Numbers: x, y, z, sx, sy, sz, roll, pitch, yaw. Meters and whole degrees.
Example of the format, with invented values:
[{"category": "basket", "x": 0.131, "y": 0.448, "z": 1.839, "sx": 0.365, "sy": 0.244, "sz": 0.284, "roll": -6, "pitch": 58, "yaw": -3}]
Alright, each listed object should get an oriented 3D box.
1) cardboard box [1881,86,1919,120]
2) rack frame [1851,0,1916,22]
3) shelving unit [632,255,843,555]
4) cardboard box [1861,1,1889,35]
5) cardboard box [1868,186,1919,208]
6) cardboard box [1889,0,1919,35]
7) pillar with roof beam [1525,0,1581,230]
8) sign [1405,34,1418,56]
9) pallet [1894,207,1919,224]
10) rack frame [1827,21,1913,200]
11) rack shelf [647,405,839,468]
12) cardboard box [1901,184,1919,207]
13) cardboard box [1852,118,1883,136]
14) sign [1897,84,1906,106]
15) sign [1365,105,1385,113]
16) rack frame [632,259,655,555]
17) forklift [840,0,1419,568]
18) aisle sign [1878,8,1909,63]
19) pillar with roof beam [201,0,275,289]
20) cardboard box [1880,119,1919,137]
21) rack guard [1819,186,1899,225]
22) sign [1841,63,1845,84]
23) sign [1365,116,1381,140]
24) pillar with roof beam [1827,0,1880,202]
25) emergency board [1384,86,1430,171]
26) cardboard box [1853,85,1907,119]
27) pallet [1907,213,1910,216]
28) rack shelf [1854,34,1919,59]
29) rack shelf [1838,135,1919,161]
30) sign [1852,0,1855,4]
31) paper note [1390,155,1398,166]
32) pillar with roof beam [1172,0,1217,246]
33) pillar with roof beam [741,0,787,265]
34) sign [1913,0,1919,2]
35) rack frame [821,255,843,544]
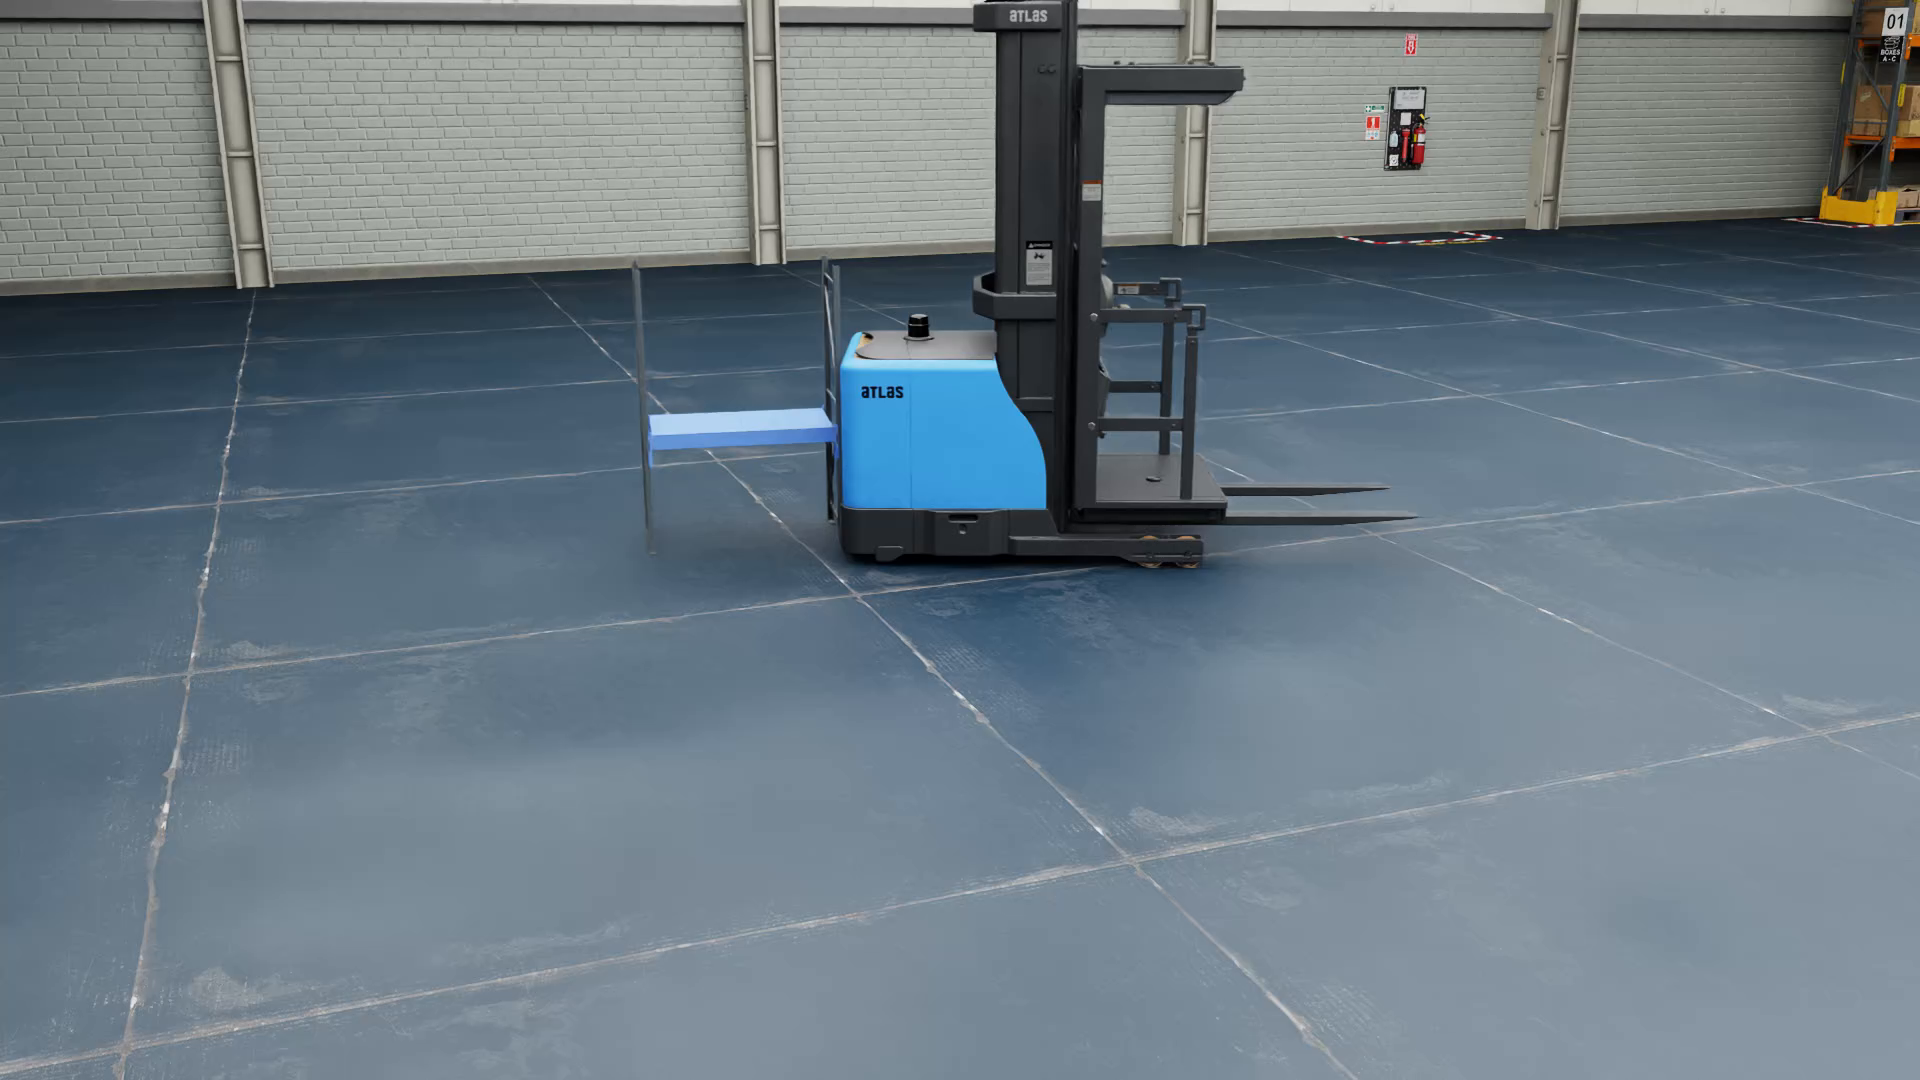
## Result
[{"category": "cardboard box", "x": 14.595, "y": -6.721, "z": 25.562, "sx": 0.500, "sy": 0.500, "sz": 0.500, "roll": -6, "pitch": 17, "yaw": -20}, {"category": "rack frame", "x": 14.042, "y": -9.333, "z": 24.909, "sx": 0.127, "sy": 3.000, "sz": 1.000, "roll": -6, "pitch": 17, "yaw": -20}, {"category": "shelving unit", "x": -1.188, "y": -0.738, "z": 8.951, "sx": 1.048, "sy": 1.500, "sz": 0.538, "roll": -3, "pitch": 17, "yaw": -11}, {"category": "cardboard box", "x": 14.341, "y": -8.060, "z": 25.685, "sx": 0.500, "sy": 0.500, "sz": 0.500, "roll": -5, "pitch": 17, "yaw": -16}, {"category": "cardboard box", "x": 14.720, "y": -5.422, "z": 26.228, "sx": 0.500, "sy": 0.311, "sz": 0.500, "roll": -8, "pitch": 18, "yaw": -26}, {"category": "cardboard box", "x": 14.443, "y": -7.919, "z": 25.206, "sx": 0.500, "sy": 0.500, "sz": 0.500, "roll": -6, "pitch": 17, "yaw": -19}, {"category": "pillar with roof beam", "x": 10.323, "y": -7.894, "z": 20.007, "sx": 0.400, "sy": 9.000, "sz": 9.100, "roll": -6, "pitch": 17, "yaw": -20}, {"category": "sign", "x": 6.419, "y": -7.046, "z": 23.655, "sx": 0.199, "sy": 0.298, "sz": 0.001, "roll": -6, "pitch": 17, "yaw": -20}, {"category": "pallet", "x": 14.884, "y": -5.197, "z": 26.421, "sx": 1.213, "sy": 0.211, "sz": 1.003, "roll": -6, "pitch": 17, "yaw": -20}, {"category": "rack frame", "x": 14.042, "y": -6.455, "z": 25.754, "sx": 0.127, "sy": 3.000, "sz": 1.000, "roll": -6, "pitch": 17, "yaw": -20}, {"category": "rack shelf", "x": -1.188, "y": -0.566, "z": 9.002, "sx": 1.000, "sy": 0.185, "sz": 0.538, "roll": -3, "pitch": 17, "yaw": -11}, {"category": "cardboard box", "x": 15.252, "y": -5.479, "z": 26.424, "sx": 0.500, "sy": 0.311, "sz": 0.500, "roll": -5, "pitch": 17, "yaw": -15}, {"category": "cardboard box", "x": 14.409, "y": -6.490, "z": 26.107, "sx": 0.500, "sy": 0.250, "sz": 0.500, "roll": -6, "pitch": 17, "yaw": -19}, {"category": "sign", "x": 14.236, "y": -6.727, "z": 25.146, "sx": 0.005, "sy": 0.325, "sz": 0.100, "roll": -6, "pitch": 17, "yaw": -20}, {"category": "sign", "x": 5.916, "y": -6.150, "z": 23.712, "sx": 0.331, "sy": 0.109, "sz": 0.001, "roll": -6, "pitch": 17, "yaw": -20}, {"category": "rack frame", "x": -1.685, "y": -0.709, "z": 8.851, "sx": 0.032, "sy": 1.500, "sz": 0.500, "roll": -3, "pitch": 17, "yaw": -11}, {"category": "forklift", "x": 0.897, "y": -1.411, "z": 8.700, "sx": 3.031, "sy": 2.935, "sz": 1.130, "roll": 0, "pitch": 16, "yaw": 0}, {"category": "aisle sign", "x": 14.082, "y": -7.616, "z": 25.095, "sx": 0.004, "sy": 0.787, "sz": 0.394, "roll": -6, "pitch": 17, "yaw": -20}, {"category": "pillar with roof beam", "x": -6.485, "y": -6.079, "z": 13.827, "sx": 0.400, "sy": 9.000, "sz": 9.100, "roll": -6, "pitch": 17, "yaw": -20}, {"category": "cardboard box", "x": 14.611, "y": -6.358, "z": 25.656, "sx": 0.500, "sy": 0.250, "sz": 0.500, "roll": -7, "pitch": 18, "yaw": -22}, {"category": "rack guard", "x": 14.113, "y": -5.263, "z": 26.133, "sx": 0.348, "sy": 0.500, "sz": 1.175, "roll": -6, "pitch": 17, "yaw": -20}, {"category": "sign", "x": 13.862, "y": -7.310, "z": 26.051, "sx": 0.005, "sy": 0.325, "sz": 0.100, "roll": -6, "pitch": 17, "yaw": -20}, {"category": "sign", "x": 5.909, "y": -5.897, "z": 23.793, "sx": 0.234, "sy": 0.329, "sz": 0.001, "roll": -6, "pitch": 17, "yaw": -20}, {"category": "pillar with roof beam", "x": 15.926, "y": -8.498, "z": 22.067, "sx": 0.400, "sy": 9.000, "sz": 9.100, "roll": -6, "pitch": 17, "yaw": -20}, {"category": "emergency board", "x": 6.462, "y": -5.909, "z": 23.895, "sx": 0.643, "sy": 1.169, "sz": 0.194, "roll": -6, "pitch": 17, "yaw": -20}, {"category": "cardboard box", "x": 14.406, "y": -6.855, "z": 26.019, "sx": 0.500, "sy": 0.500, "sz": 0.500, "roll": -6, "pitch": 18, "yaw": -21}, {"category": "pallet", "x": 16.021, "y": -5.319, "z": 26.836, "sx": 1.213, "sy": 0.211, "sz": 1.003, "roll": -6, "pitch": 17, "yaw": -20}, {"category": "rack shelf", "x": 15.909, "y": -7.750, "z": 26.120, "sx": 4.000, "sy": 0.370, "sz": 1.077, "roll": -6, "pitch": 17, "yaw": -20}, {"category": "rack shelf", "x": 15.909, "y": -6.311, "z": 26.542, "sx": 4.000, "sy": 0.370, "sz": 1.077, "roll": -6, "pitch": 17, "yaw": -20}, {"category": "sign", "x": 13.862, "y": -8.467, "z": 25.711, "sx": 0.005, "sy": 0.325, "sz": 0.100, "roll": -6, "pitch": 17, "yaw": -20}, {"category": "paper note", "x": 6.272, "y": -5.486, "z": 24.021, "sx": 0.142, "sy": 0.148, "sz": 0.016, "roll": -6, "pitch": 17, "yaw": -20}, {"category": "pillar with roof beam", "x": 4.721, "y": -7.289, "z": 17.947, "sx": 0.400, "sy": 9.000, "sz": 9.100, "roll": -6, "pitch": 17, "yaw": -20}, {"category": "pillar with roof beam", "x": -0.882, "y": -6.684, "z": 15.887, "sx": 0.400, "sy": 9.000, "sz": 9.100, "roll": -6, "pitch": 17, "yaw": -20}, {"category": "sign", "x": 14.236, "y": -8.170, "z": 24.722, "sx": 0.005, "sy": 0.325, "sz": 0.100, "roll": -6, "pitch": 17, "yaw": -20}, {"category": "rack frame", "x": -0.690, "y": -0.768, "z": 9.051, "sx": 0.032, "sy": 1.500, "sz": 0.500, "roll": -3, "pitch": 17, "yaw": -11}]
